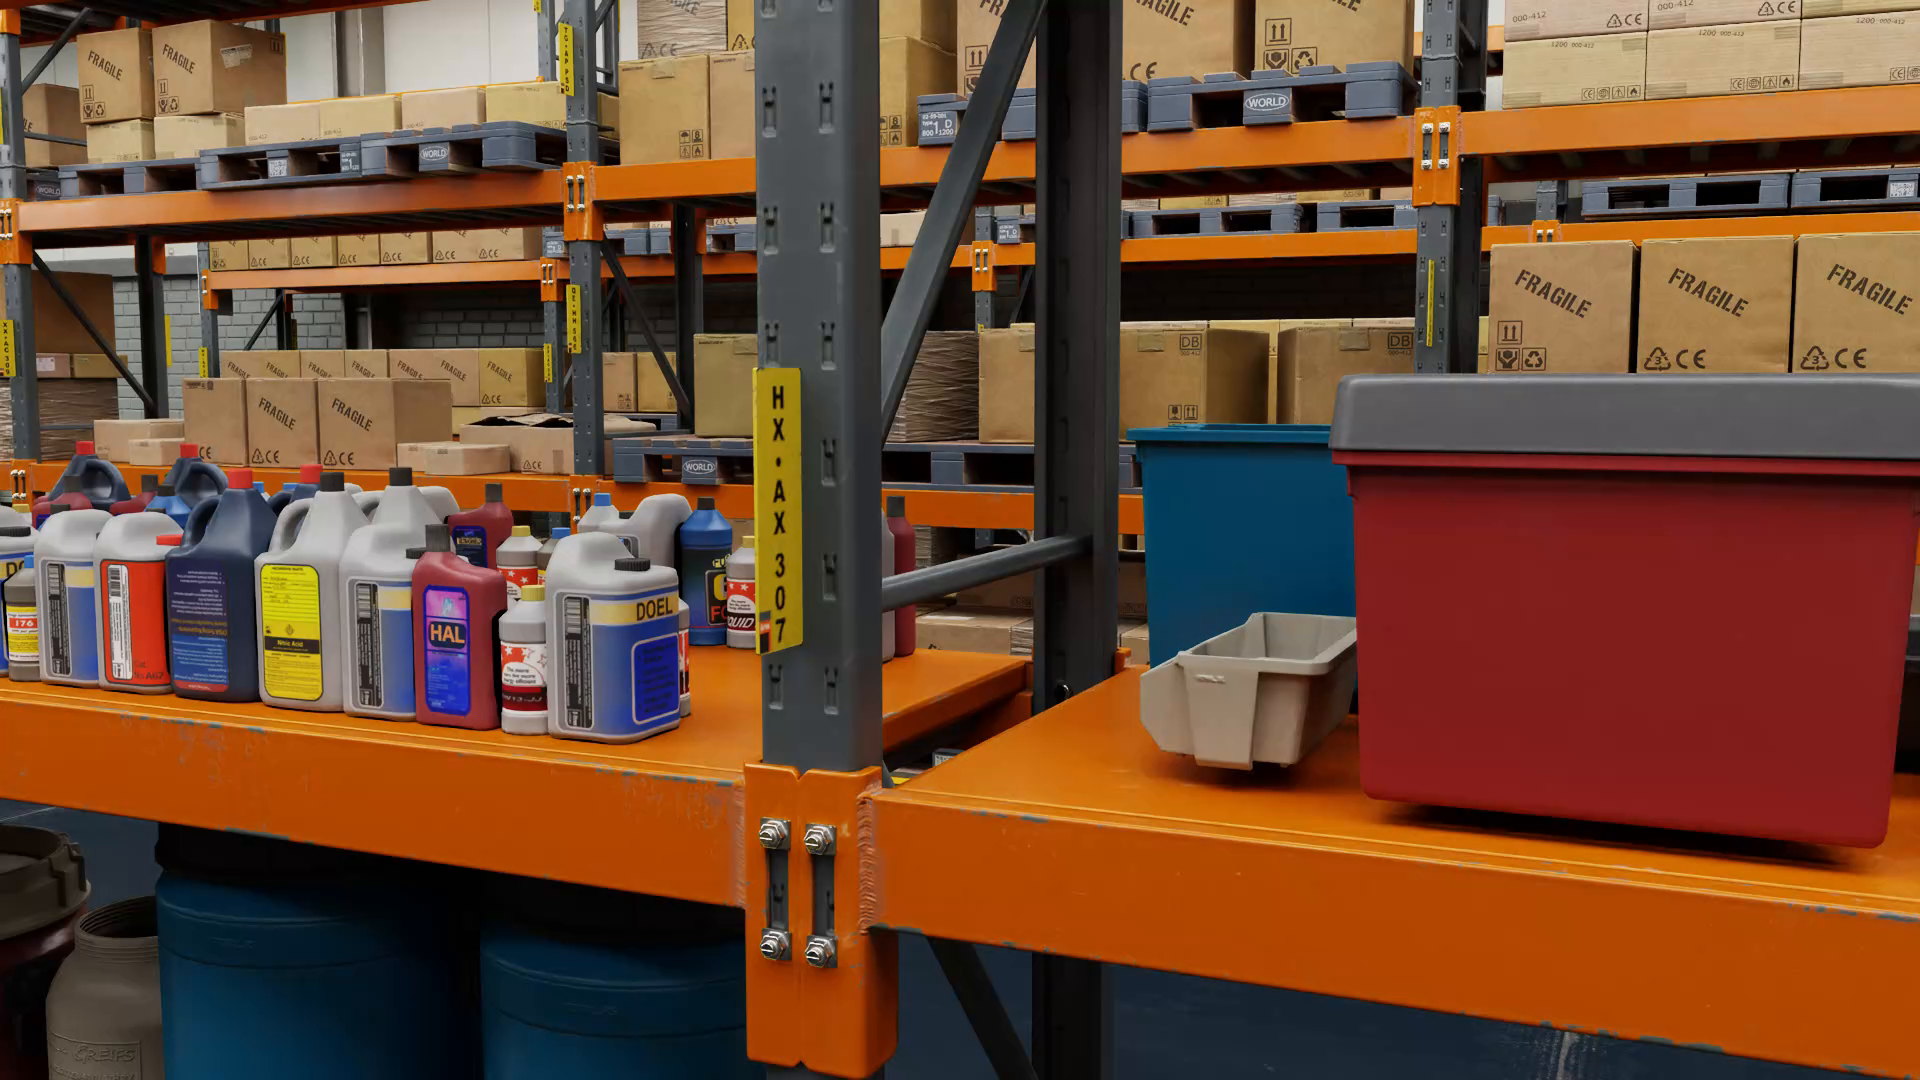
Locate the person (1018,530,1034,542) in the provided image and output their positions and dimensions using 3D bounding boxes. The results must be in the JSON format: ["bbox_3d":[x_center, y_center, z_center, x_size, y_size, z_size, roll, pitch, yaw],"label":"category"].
[{"bbox_3d":[0.665,-0.137,10.823,0.621,1.779,0.453,2,6,22],"label":"person"}]
